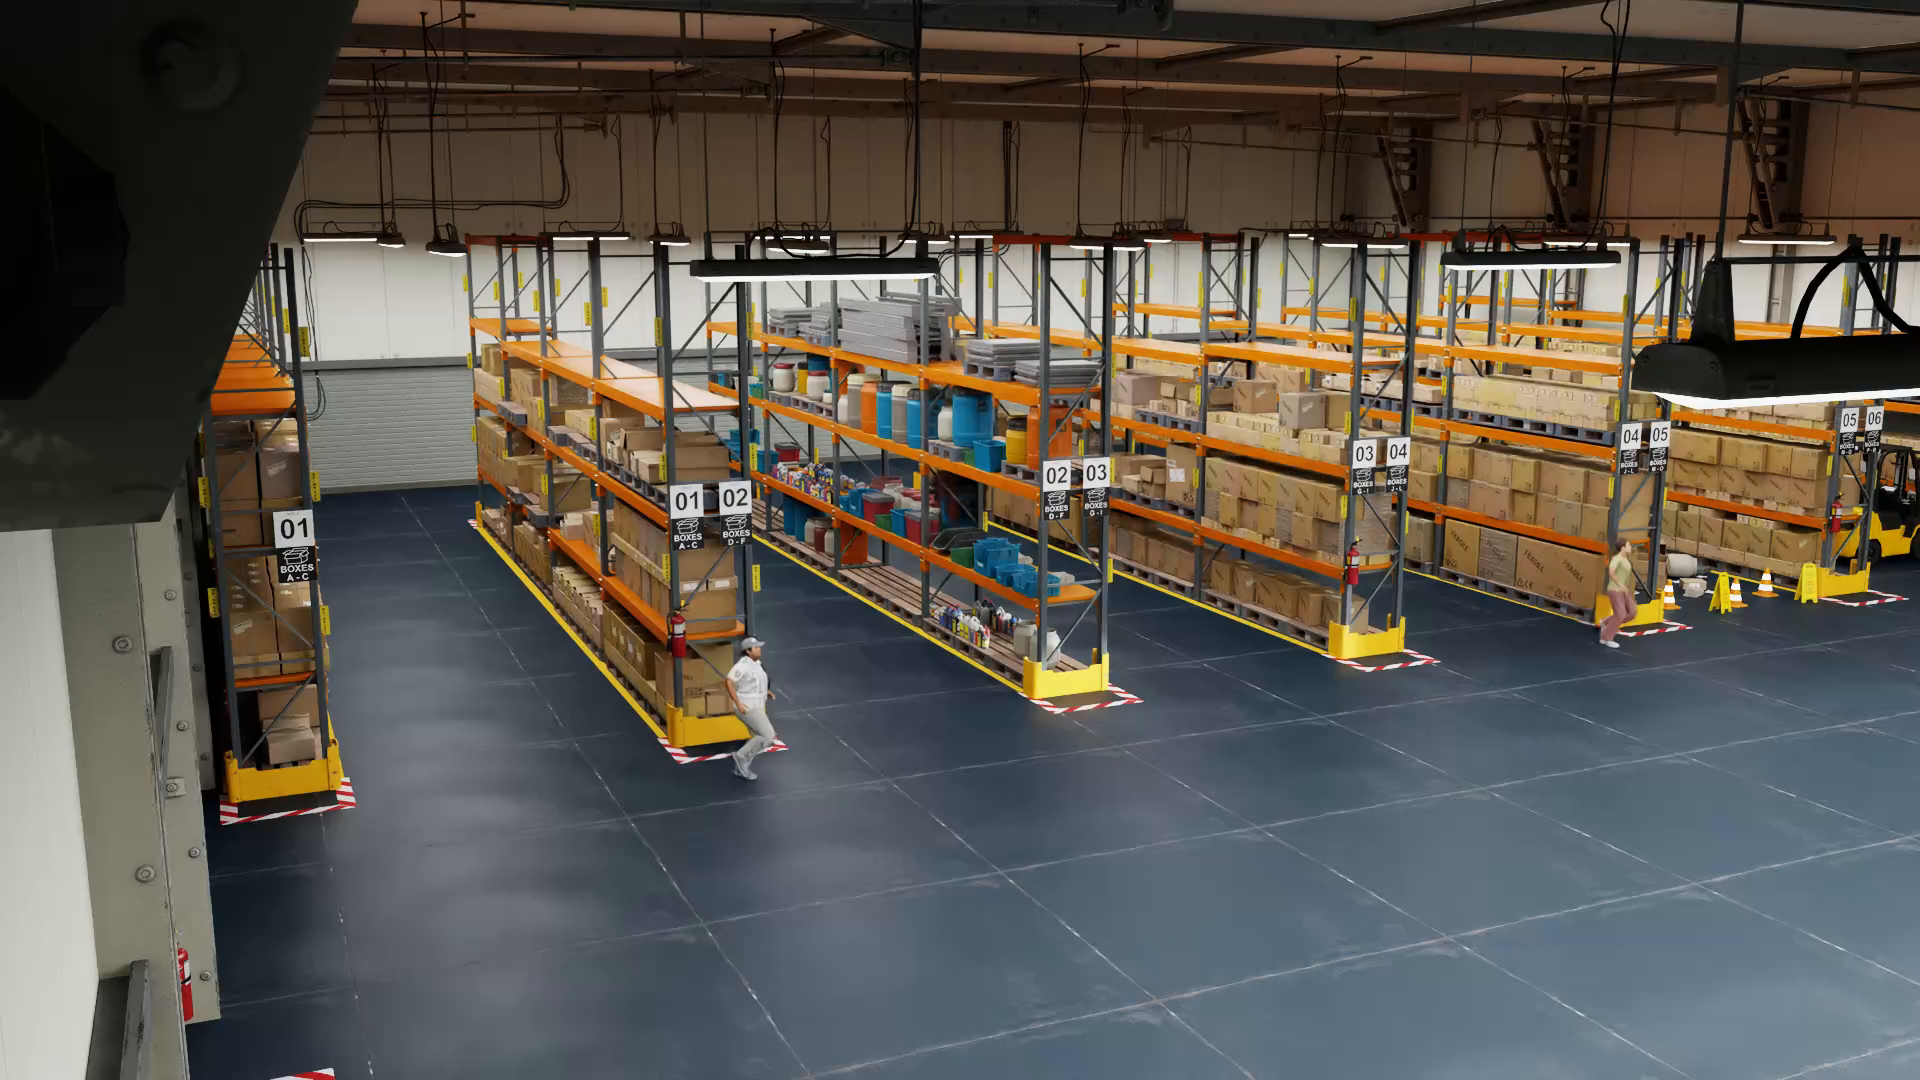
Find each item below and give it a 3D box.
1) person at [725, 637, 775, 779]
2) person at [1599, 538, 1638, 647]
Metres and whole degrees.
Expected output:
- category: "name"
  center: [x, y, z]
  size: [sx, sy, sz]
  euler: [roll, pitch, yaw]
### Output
- category: "person"
  center: [-2.364, 1.923, 19.043]
  size: [0.506, 1.630, 0.618]
  euler: [1, 11, 7]
- category: "person"
  center: [9.911, 0.777, 24.962]
  size: [0.527, 1.605, 0.631]
  euler: [9, 14, 37]
